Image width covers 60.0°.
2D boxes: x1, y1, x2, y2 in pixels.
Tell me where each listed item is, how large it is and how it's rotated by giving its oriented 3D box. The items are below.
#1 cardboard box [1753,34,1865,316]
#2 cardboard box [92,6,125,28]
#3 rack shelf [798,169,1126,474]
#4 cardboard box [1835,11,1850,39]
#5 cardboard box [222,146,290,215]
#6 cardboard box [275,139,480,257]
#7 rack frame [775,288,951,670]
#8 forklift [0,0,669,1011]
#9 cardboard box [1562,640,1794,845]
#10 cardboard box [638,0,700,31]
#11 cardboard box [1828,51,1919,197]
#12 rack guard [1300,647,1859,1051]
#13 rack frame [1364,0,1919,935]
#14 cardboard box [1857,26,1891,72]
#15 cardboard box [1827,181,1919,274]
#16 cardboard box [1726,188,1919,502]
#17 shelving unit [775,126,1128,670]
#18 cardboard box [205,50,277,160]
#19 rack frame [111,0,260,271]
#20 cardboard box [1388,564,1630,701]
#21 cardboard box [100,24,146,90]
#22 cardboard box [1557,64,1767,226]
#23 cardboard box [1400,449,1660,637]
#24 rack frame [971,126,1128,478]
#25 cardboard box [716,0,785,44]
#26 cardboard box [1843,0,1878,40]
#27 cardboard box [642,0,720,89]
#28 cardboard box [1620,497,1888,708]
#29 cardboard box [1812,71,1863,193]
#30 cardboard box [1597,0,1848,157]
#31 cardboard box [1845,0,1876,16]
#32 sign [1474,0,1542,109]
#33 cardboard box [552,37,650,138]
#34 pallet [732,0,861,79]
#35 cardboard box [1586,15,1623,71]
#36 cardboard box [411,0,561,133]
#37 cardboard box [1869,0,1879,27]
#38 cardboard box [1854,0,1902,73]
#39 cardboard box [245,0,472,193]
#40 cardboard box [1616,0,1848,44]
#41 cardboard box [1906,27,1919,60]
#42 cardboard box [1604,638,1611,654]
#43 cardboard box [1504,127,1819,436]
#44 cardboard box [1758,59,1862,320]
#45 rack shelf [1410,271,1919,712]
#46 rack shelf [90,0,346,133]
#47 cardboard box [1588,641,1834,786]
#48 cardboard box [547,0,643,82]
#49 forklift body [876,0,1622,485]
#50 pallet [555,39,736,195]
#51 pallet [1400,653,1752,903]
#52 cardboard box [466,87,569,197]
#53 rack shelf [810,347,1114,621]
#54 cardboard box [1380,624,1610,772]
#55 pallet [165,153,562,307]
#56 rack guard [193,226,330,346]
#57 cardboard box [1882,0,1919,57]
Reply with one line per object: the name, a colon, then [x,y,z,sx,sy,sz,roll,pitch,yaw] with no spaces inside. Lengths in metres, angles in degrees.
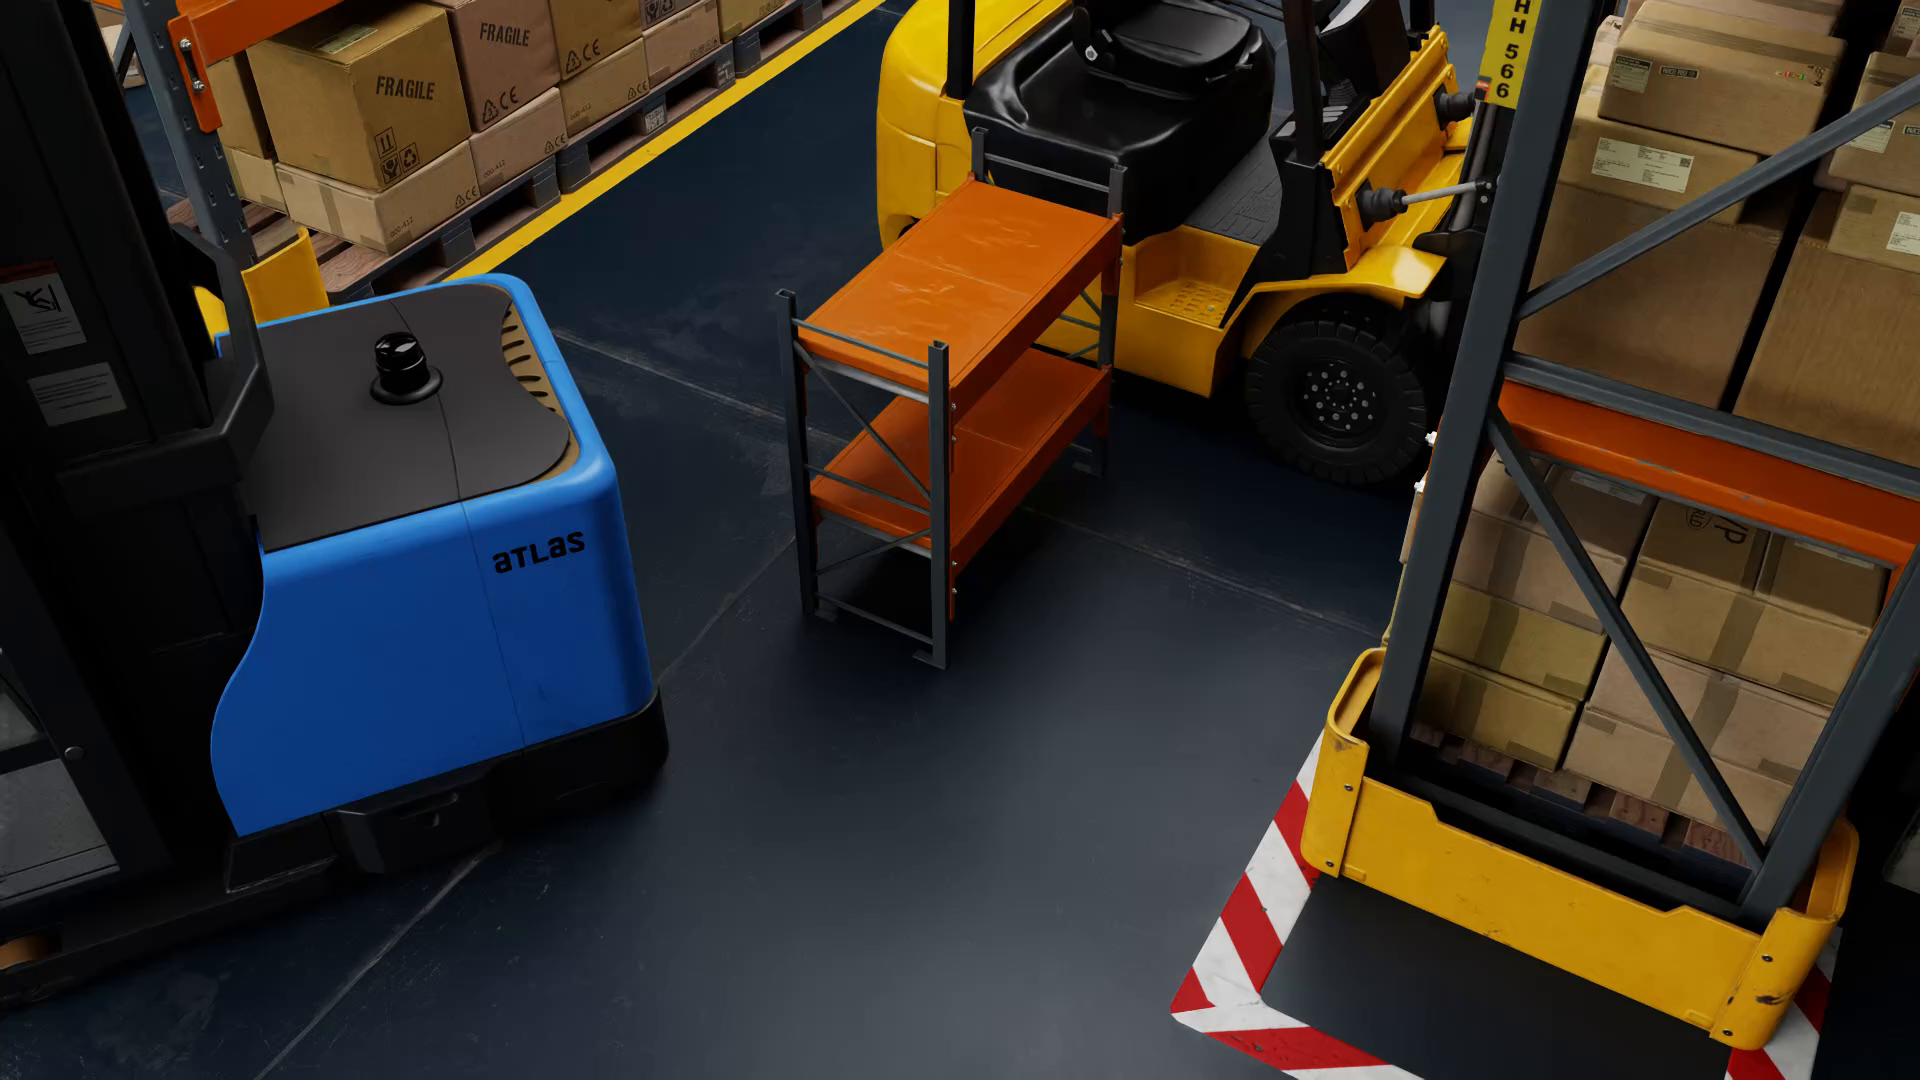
cardboard box: [1.753,-0.919,3.949,0.500,0.500,0.500,22,46,23]
cardboard box: [-4.146,-2.765,8.008,0.797,0.503,0.637,-7,42,-7]
rack shelf: [0.003,-0.646,4.689,0.538,0.278,1.000,21,45,22]
cardboard box: [1.816,-1.214,3.792,0.380,0.149,0.250,21,45,22]
cardboard box: [-2.650,-1.550,6.503,0.500,0.250,0.500,21,45,22]
cardboard box: [-2.190,-1.355,6.282,0.500,0.250,0.500,21,45,22]
rack frame: [-0.251,-0.135,4.552,0.500,1.125,0.032,21,45,22]
forklift: [-2.347,-0.339,3.417,3.031,2.935,1.130,-17,44,-18]
cardboard box: [1.881,0.438,4.245,0.500,0.250,0.500,21,46,22]
cardboard box: [-1.403,-2.544,7.064,0.500,0.500,0.500,23,46,24]
cardboard box: [1.819,-0.734,3.022,0.380,0.149,0.250,20,45,21]
rack guard: [1.454,0.732,4.040,1.175,0.500,0.348,21,45,22]
rack frame: [1.466,-0.220,3.230,1.000,3.000,0.127,21,45,22]
cardboard box: [2.061,-0.914,3.452,0.380,0.149,0.250,20,45,21]
cardboard box: [1.860,-0.609,3.105,0.380,0.149,0.250,20,45,21]
cardboard box: [1.954,-0.449,3.414,0.500,0.500,0.500,22,46,23]
shelving unit: [0.003,-0.426,4.883,0.538,1.125,1.048,21,45,22]
cardboard box: [-2.658,-1.811,6.232,0.500,0.500,0.500,21,46,22]
rack frame: [-2.833,-1.859,5.091,1.000,3.000,0.127,21,45,22]
cardboard box: [1.439,0.085,4.268,0.500,0.250,0.500,20,45,22]
cardboard box: [-3.927,-2.207,7.643,0.250,0.149,0.380,-21,45,-22]
cardboard box: [1.397,-0.792,3.313,0.380,0.149,0.250,22,46,23]
cardboard box: [1.426,-0.087,4.086,0.500,0.250,0.500,22,46,23]
rack frame: [0.258,-0.717,5.213,0.500,1.125,0.032,21,45,22]
cardboard box: [-1.153,-2.538,7.625,0.500,0.250,0.500,20,45,21]
cardboard box: [2.009,-1.213,4.282,0.500,0.500,0.500,20,45,21]
cardboard box: [-1.411,-2.249,7.297,0.500,0.250,0.500,22,46,23]
cardboard box: [1.870,0.067,3.910,0.500,0.250,0.500,20,45,21]
cardboard box: [1.929,-0.771,3.290,0.380,0.149,0.250,21,45,22]
cardboard box: [1.463,-0.887,3.196,0.380,0.149,0.250,21,46,22]
cardboard box: [1.856,-1.315,3.682,0.380,0.149,0.250,21,46,22]
sign: [1.003,-0.930,2.982,0.100,0.325,0.005,21,45,22]
cardboard box: [-1.666,-1.961,6.970,0.500,0.250,0.500,24,47,25]
pallet: [-1.137,-2.705,8.162,1.003,0.211,1.213,21,45,22]
cardboard box: [1.499,-0.948,3.490,0.380,0.149,0.250,22,46,23]
cardboard box: [-1.921,-1.951,6.391,0.500,0.500,0.500,19,45,21]
cardboard box: [2.521,-1.785,4.931,0.500,0.500,0.500,20,45,22]
cardboard box: [2.444,-1.043,4.090,0.500,0.500,0.500,20,45,22]
cardboard box: [-2.179,-1.650,6.049,0.500,0.500,0.500,19,45,21]
cardboard box: [1.559,-1.038,3.368,0.380,0.149,0.250,21,46,22]
cardboard box: [2.006,-0.865,3.171,0.380,0.149,0.250,22,46,23]
cardboard box: [1.685,0.000,4.743,0.500,0.250,0.500,21,45,22]
cardboard box: [1.485,-0.626,3.615,0.500,0.500,0.500,20,45,21]
cardboard box: [2.196,-0.754,3.761,0.500,0.500,0.500,22,46,23]
rack shelf: [2.467,-1.094,4.767,1.077,0.370,4.000,21,45,22]
rack shelf: [-1.833,-2.733,6.629,1.077,0.370,4.000,21,45,22]
cardboard box: [1.881,0.267,4.062,0.500,0.250,0.500,22,46,23]
cardboard box: [-1.663,-2.235,6.714,0.500,0.500,0.500,22,46,23]
forklift body: [0.835,-1.589,5.427,2.313,2.155,1.214,21,45,22]
pallet: [-1.747,-2.005,7.367,1.003,0.211,1.213,21,45,22]
pallet: [1.812,0.375,4.664,1.003,0.211,1.213,21,45,22]
cardboard box: [-1.928,-1.644,6.610,0.500,0.250,0.500,23,46,24]
rack shelf: [0.003,-0.243,5.044,0.538,0.278,1.000,21,45,22]
cardboard box: [1.428,0.281,4.424,0.500,0.250,0.500,21,46,22]
pallet: [-2.358,-1.309,6.577,1.003,0.211,1.213,21,45,22]
rack guard: [-2.795,-0.964,5.967,1.175,0.500,0.348,21,45,22]
cardboard box: [2.099,-1.028,3.356,0.380,0.149,0.250,22,46,23]
